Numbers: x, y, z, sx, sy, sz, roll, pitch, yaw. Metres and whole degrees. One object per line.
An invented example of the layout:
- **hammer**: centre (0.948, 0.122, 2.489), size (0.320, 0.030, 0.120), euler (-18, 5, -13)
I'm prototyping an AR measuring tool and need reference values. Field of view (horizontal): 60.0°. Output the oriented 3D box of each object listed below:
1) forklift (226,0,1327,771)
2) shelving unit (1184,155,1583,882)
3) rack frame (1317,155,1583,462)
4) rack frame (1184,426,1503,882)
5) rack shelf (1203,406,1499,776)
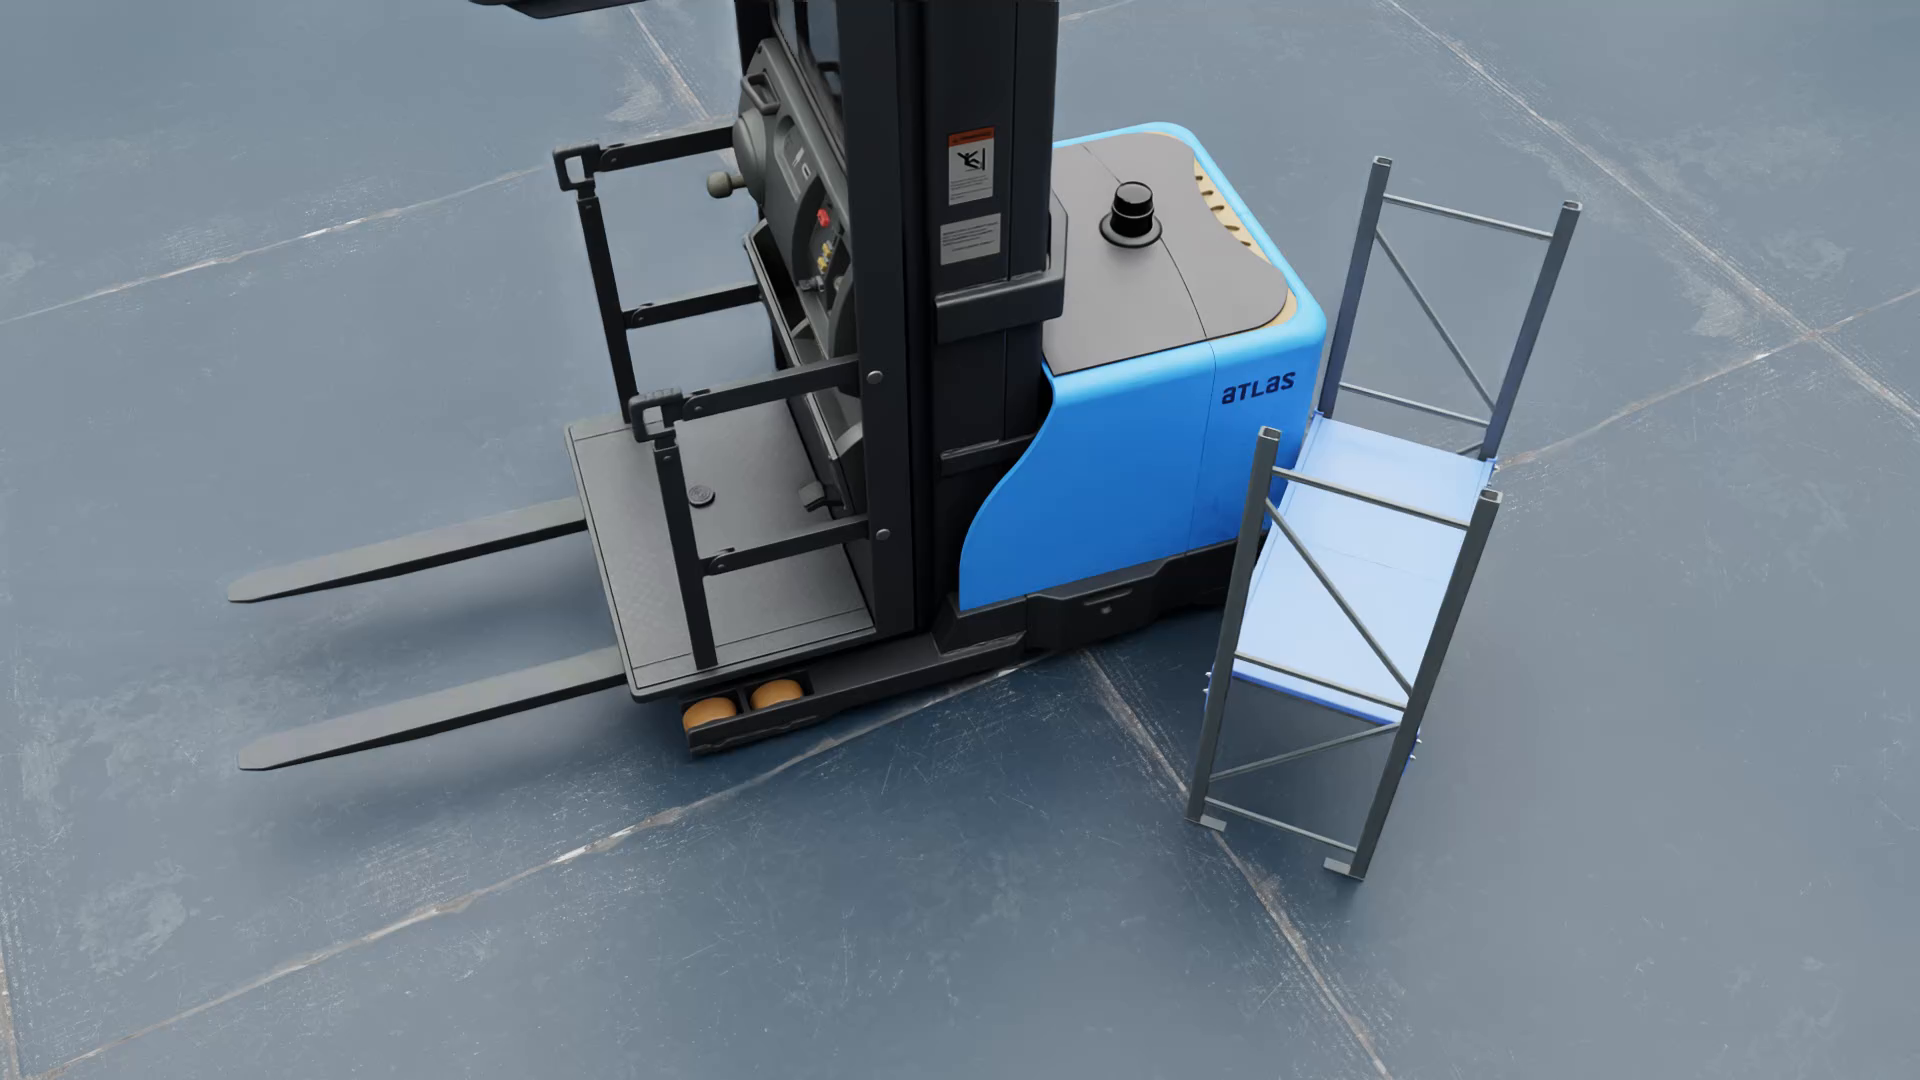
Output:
- **forklift**: centre (-0.593, -0.813, 4.014), size (3.031, 2.935, 1.130), euler (-14, 50, -12)
- **shelving unit**: centre (1.050, -0.015, 4.267), size (0.538, 1.500, 1.048), euler (17, 51, 15)
- **rack frame**: centre (1.246, -0.369, 4.576), size (0.500, 1.500, 0.032), euler (17, 51, 15)
- **rack frame**: centre (0.855, 0.338, 3.958), size (0.500, 1.500, 0.032), euler (17, 51, 15)
- **rack shelf**: centre (1.050, 0.103, 4.402), size (0.538, 0.185, 1.000), euler (17, 51, 15)
